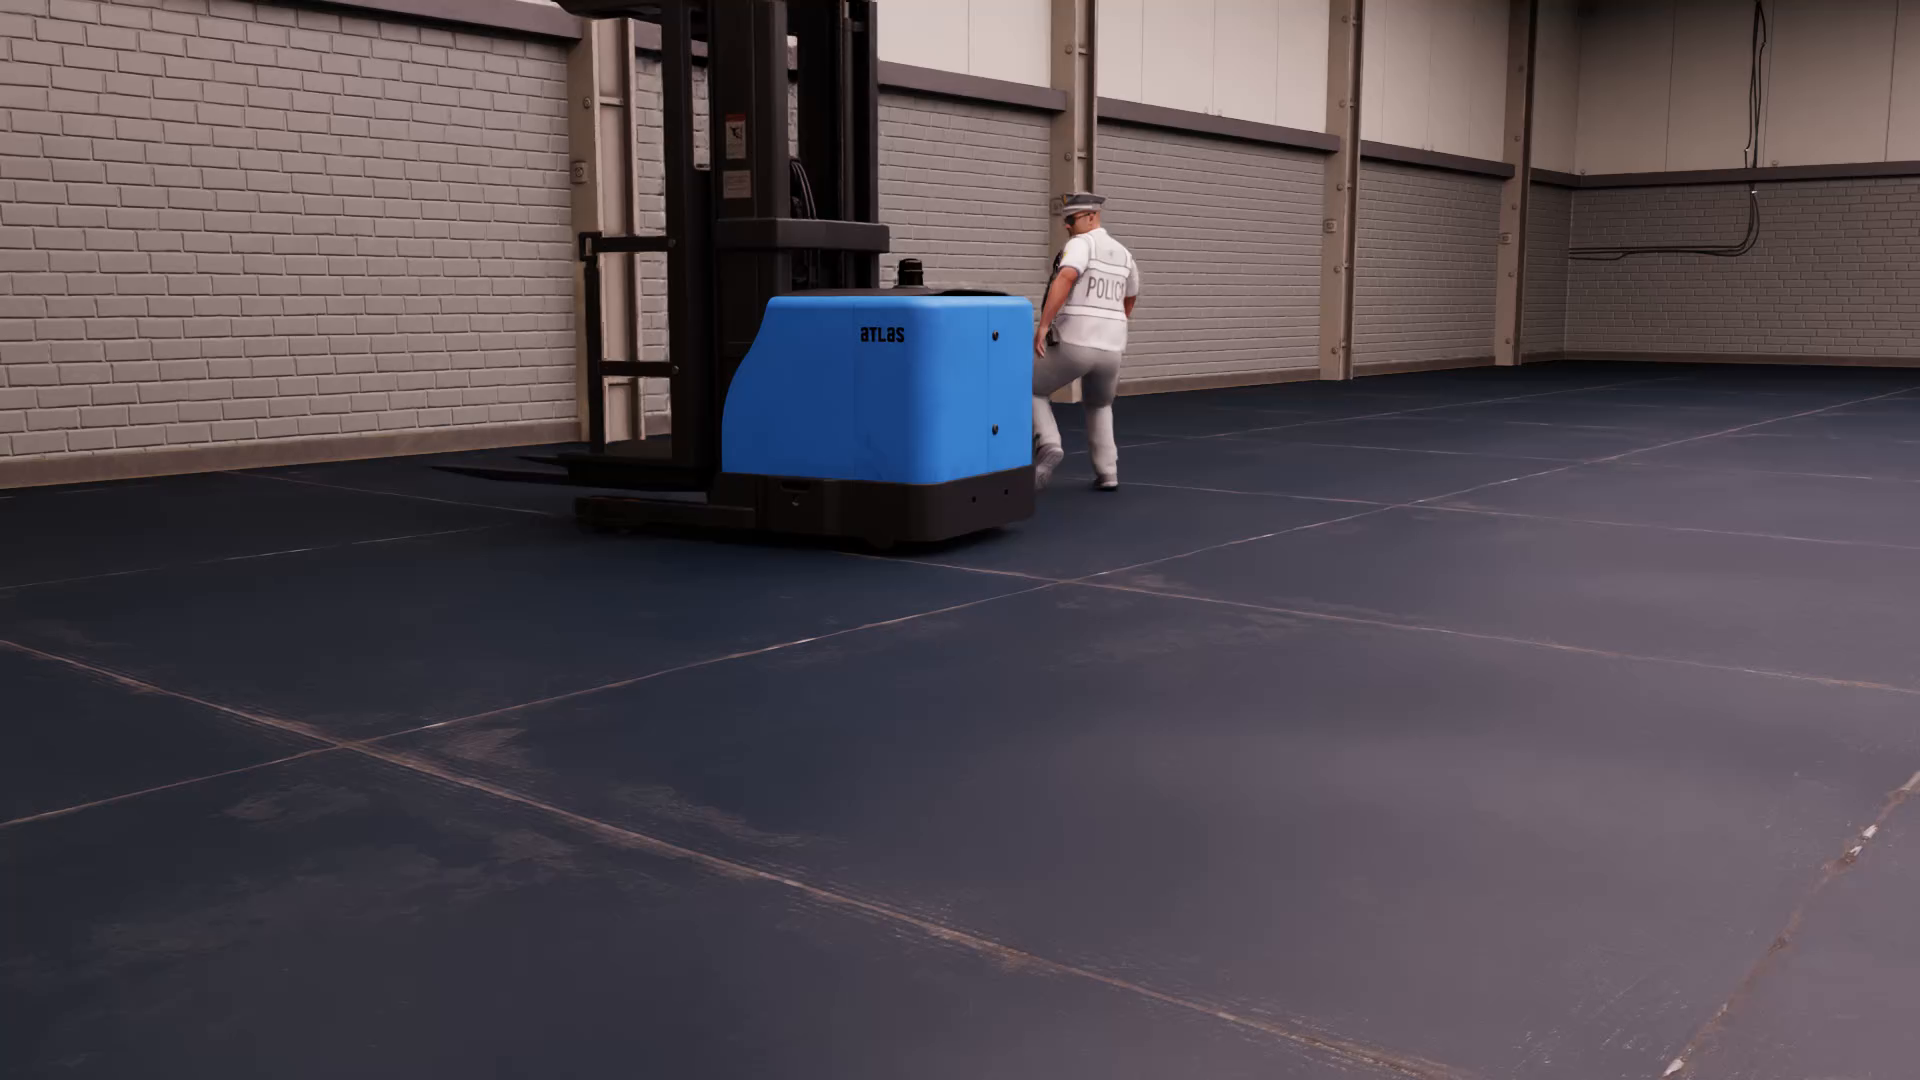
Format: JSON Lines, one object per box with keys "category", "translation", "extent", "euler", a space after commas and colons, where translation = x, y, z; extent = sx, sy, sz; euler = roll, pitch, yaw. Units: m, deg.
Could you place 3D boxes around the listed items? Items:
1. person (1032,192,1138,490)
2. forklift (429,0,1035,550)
{"category": "person", "translation": [0.647, -1.084, 9.215], "extent": [0.822, 1.656, 0.609], "euler": [-4, 9, -28]}
{"category": "forklift", "translation": [-1.196, -1.537, 7.784], "extent": [3.031, 2.935, 1.130], "euler": [5, 9, 28]}
